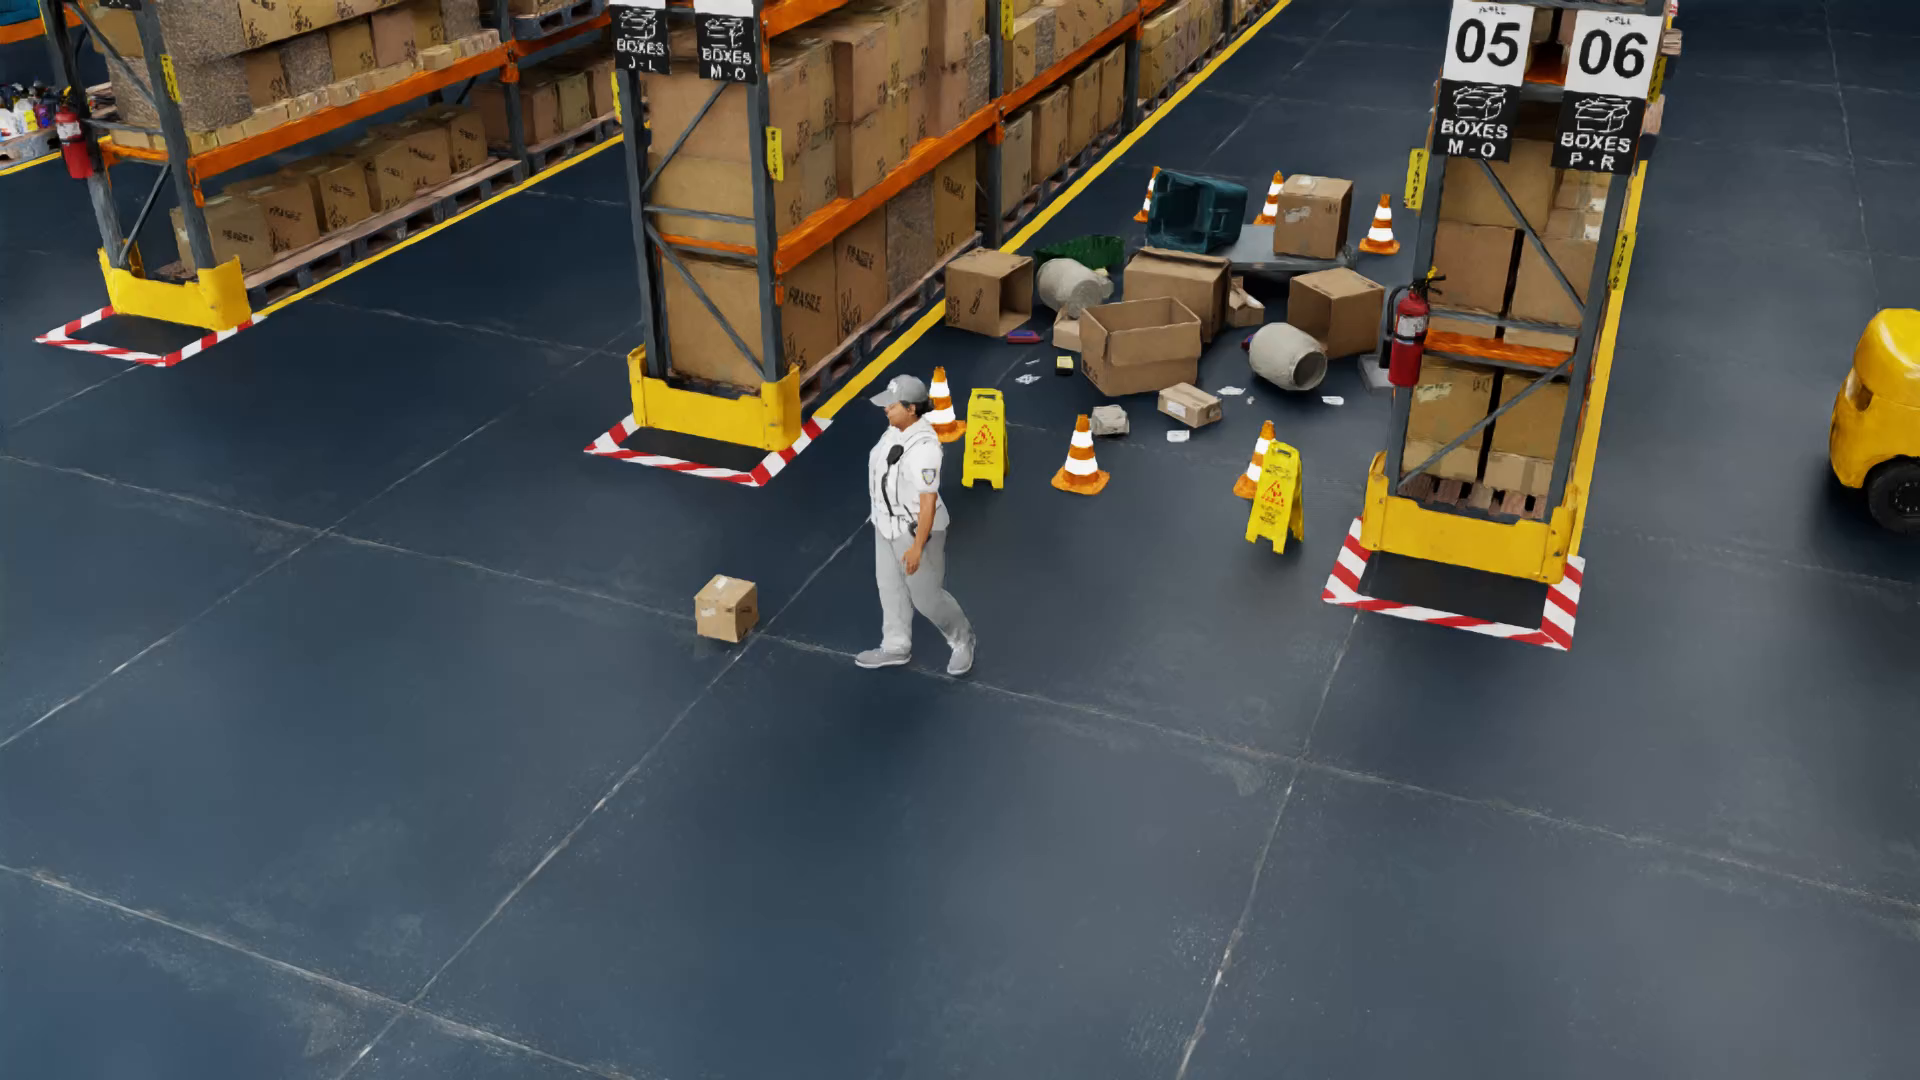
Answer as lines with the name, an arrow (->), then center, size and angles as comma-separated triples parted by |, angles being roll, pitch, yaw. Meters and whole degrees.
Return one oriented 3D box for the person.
person -> -0.228, -0.071, 8.514 | 0.634, 1.660, 0.532 | -13, 32, -21
